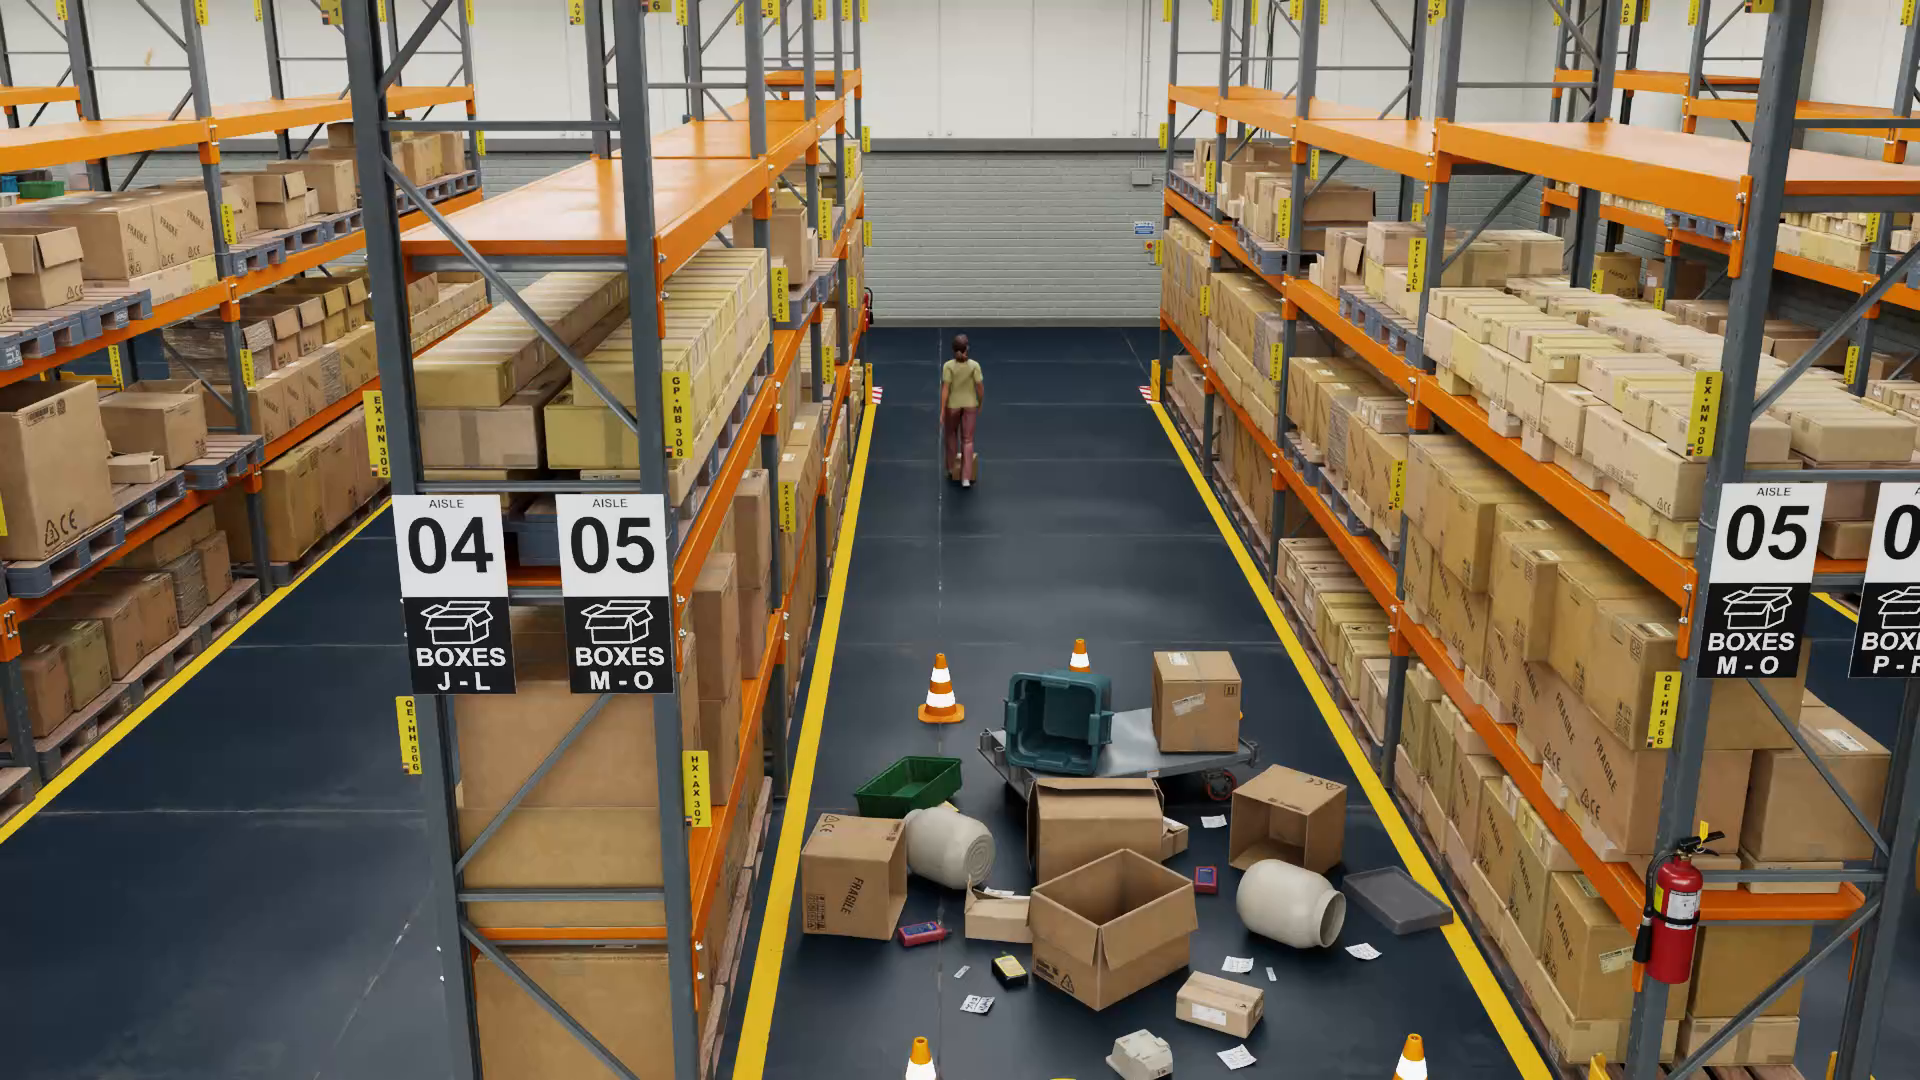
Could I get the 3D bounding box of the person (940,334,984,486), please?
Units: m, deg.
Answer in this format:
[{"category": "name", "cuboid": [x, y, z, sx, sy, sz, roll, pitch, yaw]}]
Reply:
[{"category": "person", "cuboid": [0.018, -1.453, 18.241, 0.478, 1.670, 0.819, 0, 17, -1]}]
